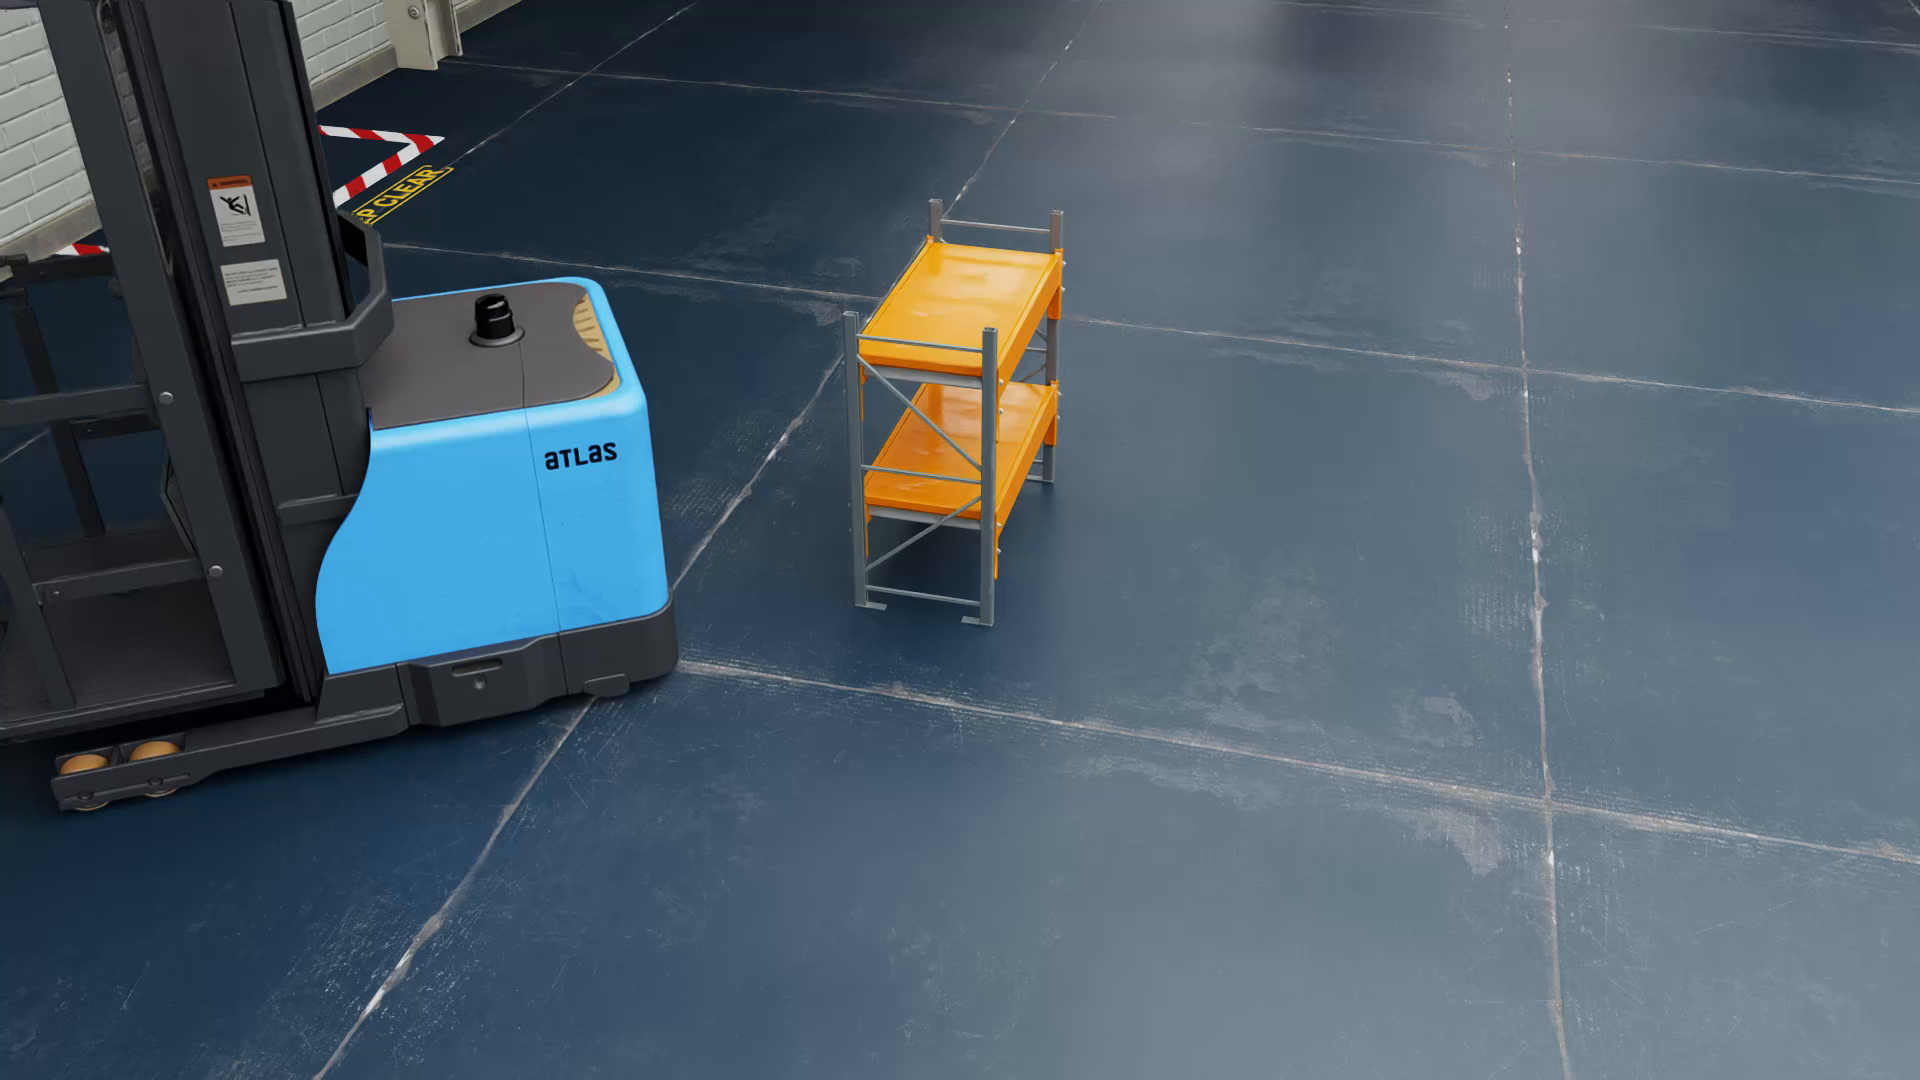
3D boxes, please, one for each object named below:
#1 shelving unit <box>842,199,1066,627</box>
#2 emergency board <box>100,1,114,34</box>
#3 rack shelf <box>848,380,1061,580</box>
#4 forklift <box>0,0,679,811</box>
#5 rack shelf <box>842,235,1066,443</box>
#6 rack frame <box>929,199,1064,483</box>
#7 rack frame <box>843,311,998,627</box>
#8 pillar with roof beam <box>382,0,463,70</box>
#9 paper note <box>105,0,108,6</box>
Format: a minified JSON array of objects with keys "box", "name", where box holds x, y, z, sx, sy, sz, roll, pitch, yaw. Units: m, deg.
[{"box":[0.002,-0.478,5.954,0.538,1.125,1.048,8,33,12],"name":"shelving unit"},{"box":[-4.320,-3.291,8.630,0.194,1.169,0.643,8,33,12],"name":"emergency board"},{"box":[0.002,-0.272,6.085,0.538,0.278,1.000,8,33,12],"name":"rack shelf"},{"box":[-2.502,-0.747,4.693,3.031,2.935,1.130,-10,34,-16],"name":"forklift"},{"box":[0.002,-0.725,5.797,0.538,0.278,1.000,8,33,12],"name":"rack shelf"},{"box":[0.131,-0.742,6.369,0.500,1.125,0.032,8,33,12],"name":"rack frame"},{"box":[-0.127,-0.214,5.539,0.500,1.125,0.032,8,33,12],"name":"rack frame"},{"box":[0.508,-6.513,8.108,9.100,9.000,0.400,8,33,12],"name":"pillar with roof beam"},{"box":[-4.431,-2.836,8.737,0.016,0.148,0.142,8,33,12],"name":"paper note"}]
